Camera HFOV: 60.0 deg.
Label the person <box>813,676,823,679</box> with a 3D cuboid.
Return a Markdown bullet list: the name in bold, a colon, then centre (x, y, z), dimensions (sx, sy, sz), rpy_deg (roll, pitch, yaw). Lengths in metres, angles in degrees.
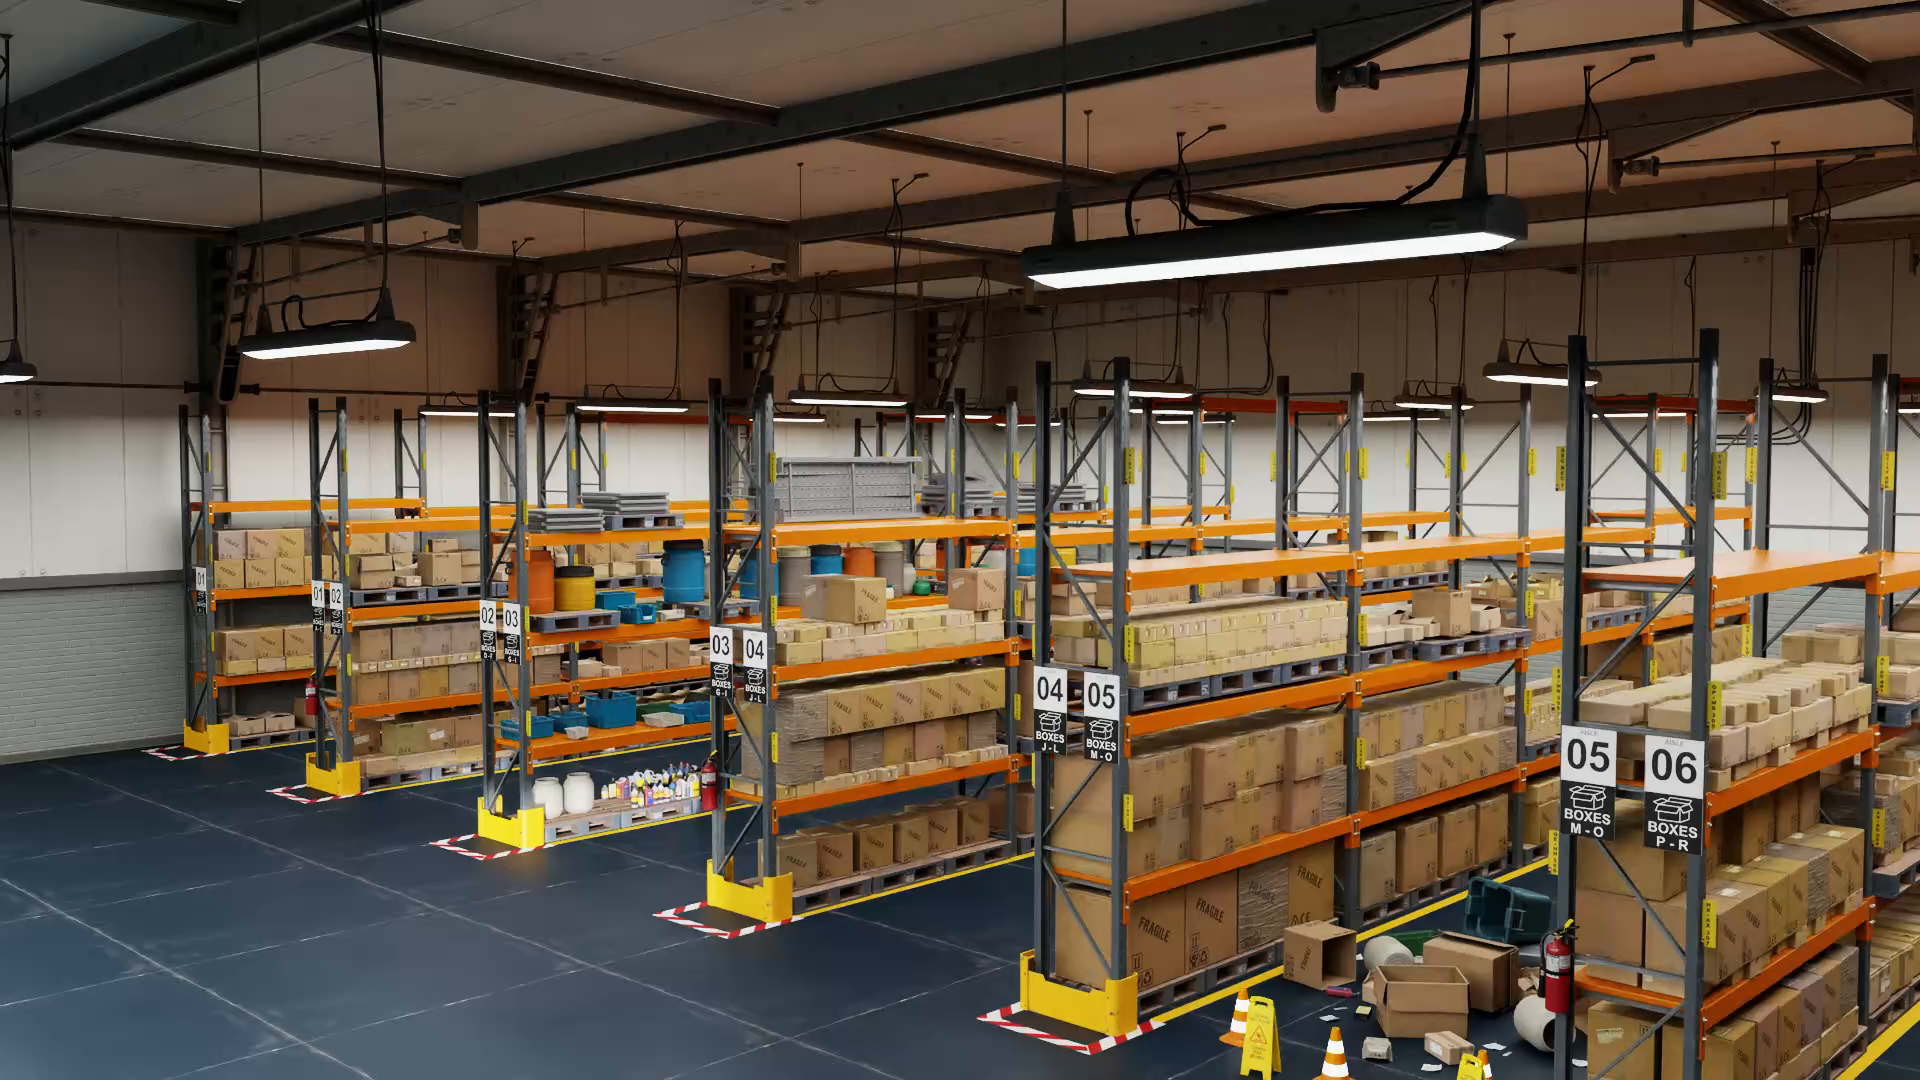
- **person**: centre (-2.462, 2.797, 28.335), dimensions (0.957, 1.788, 0.675), rpy_deg (-3, 4, -42)
